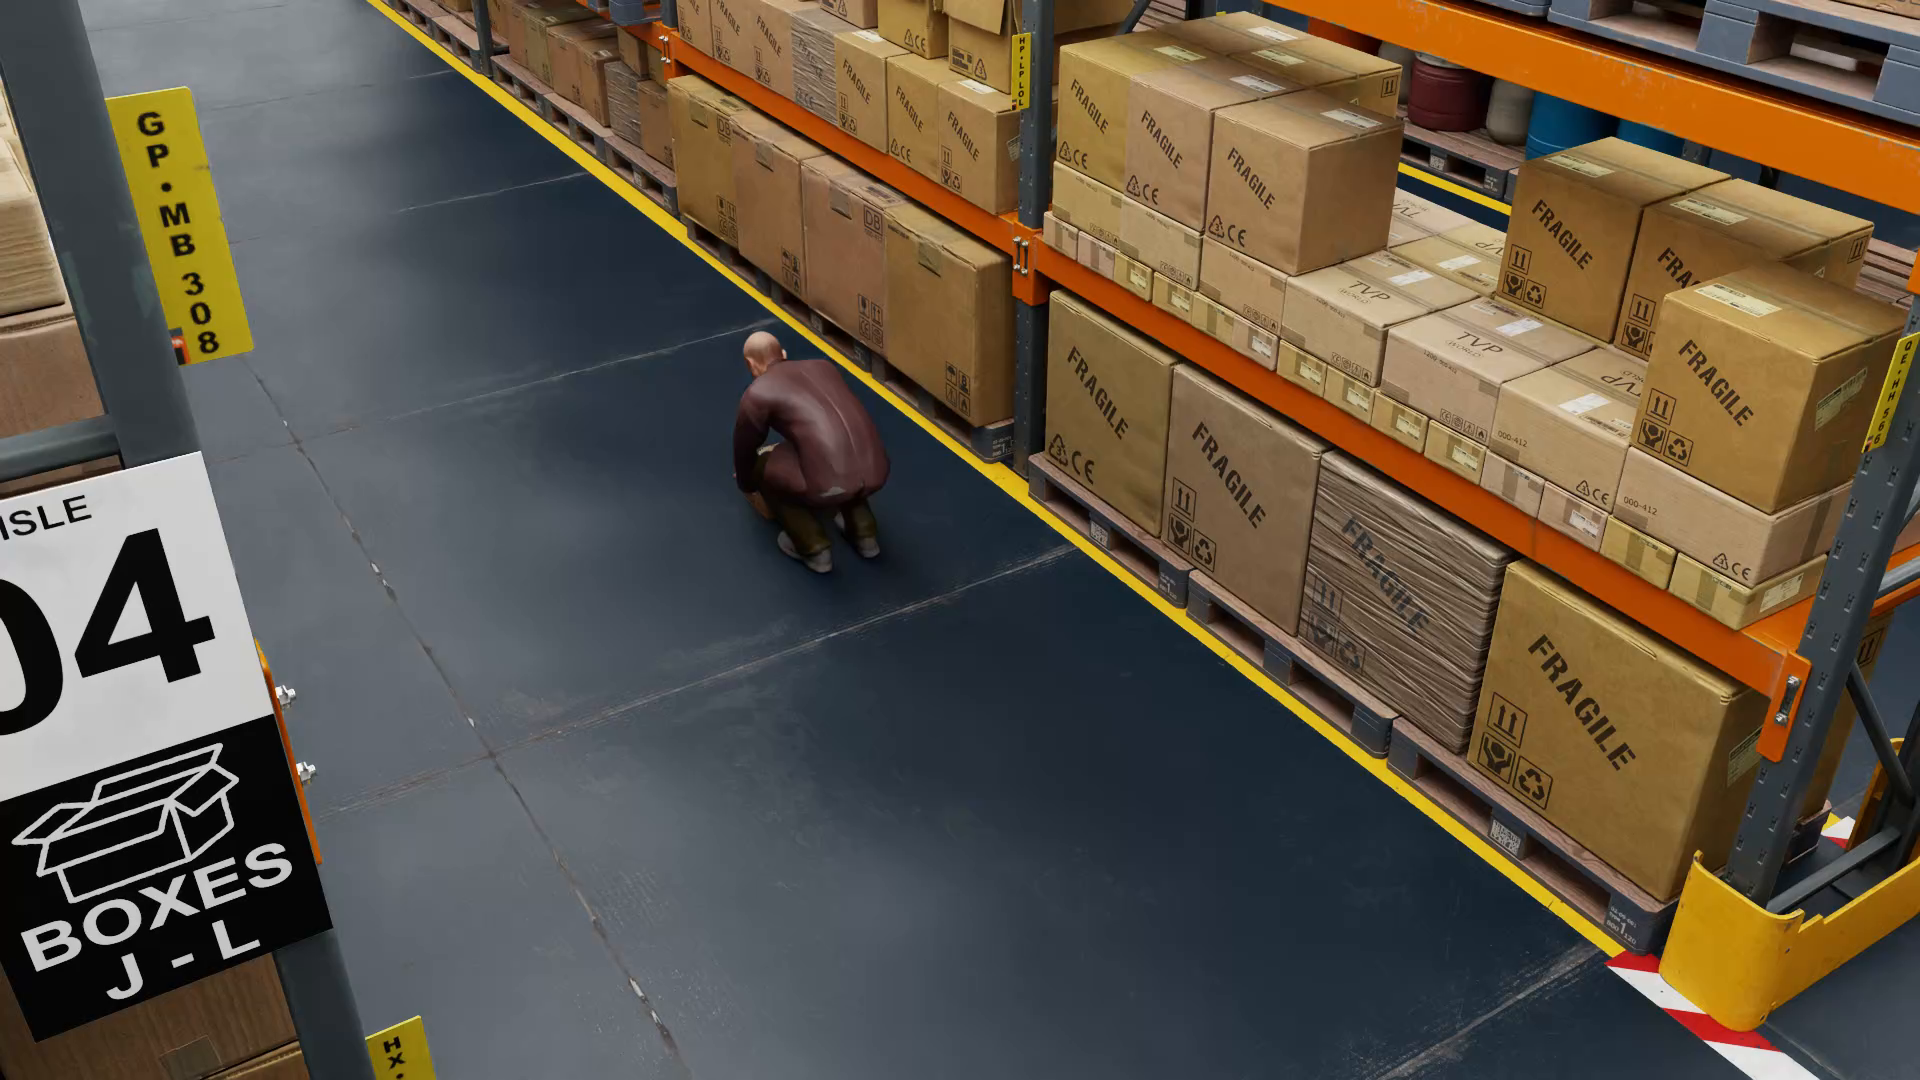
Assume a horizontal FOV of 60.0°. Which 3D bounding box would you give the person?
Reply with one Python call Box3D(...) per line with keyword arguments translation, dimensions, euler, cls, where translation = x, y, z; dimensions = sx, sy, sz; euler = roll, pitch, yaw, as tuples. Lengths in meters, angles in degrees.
Box3D(translation=(-0.689, -0.411, 7.586), dimensions=(0.610, 0.947, 0.907), euler=(-19, 37, -27), cls="person")
